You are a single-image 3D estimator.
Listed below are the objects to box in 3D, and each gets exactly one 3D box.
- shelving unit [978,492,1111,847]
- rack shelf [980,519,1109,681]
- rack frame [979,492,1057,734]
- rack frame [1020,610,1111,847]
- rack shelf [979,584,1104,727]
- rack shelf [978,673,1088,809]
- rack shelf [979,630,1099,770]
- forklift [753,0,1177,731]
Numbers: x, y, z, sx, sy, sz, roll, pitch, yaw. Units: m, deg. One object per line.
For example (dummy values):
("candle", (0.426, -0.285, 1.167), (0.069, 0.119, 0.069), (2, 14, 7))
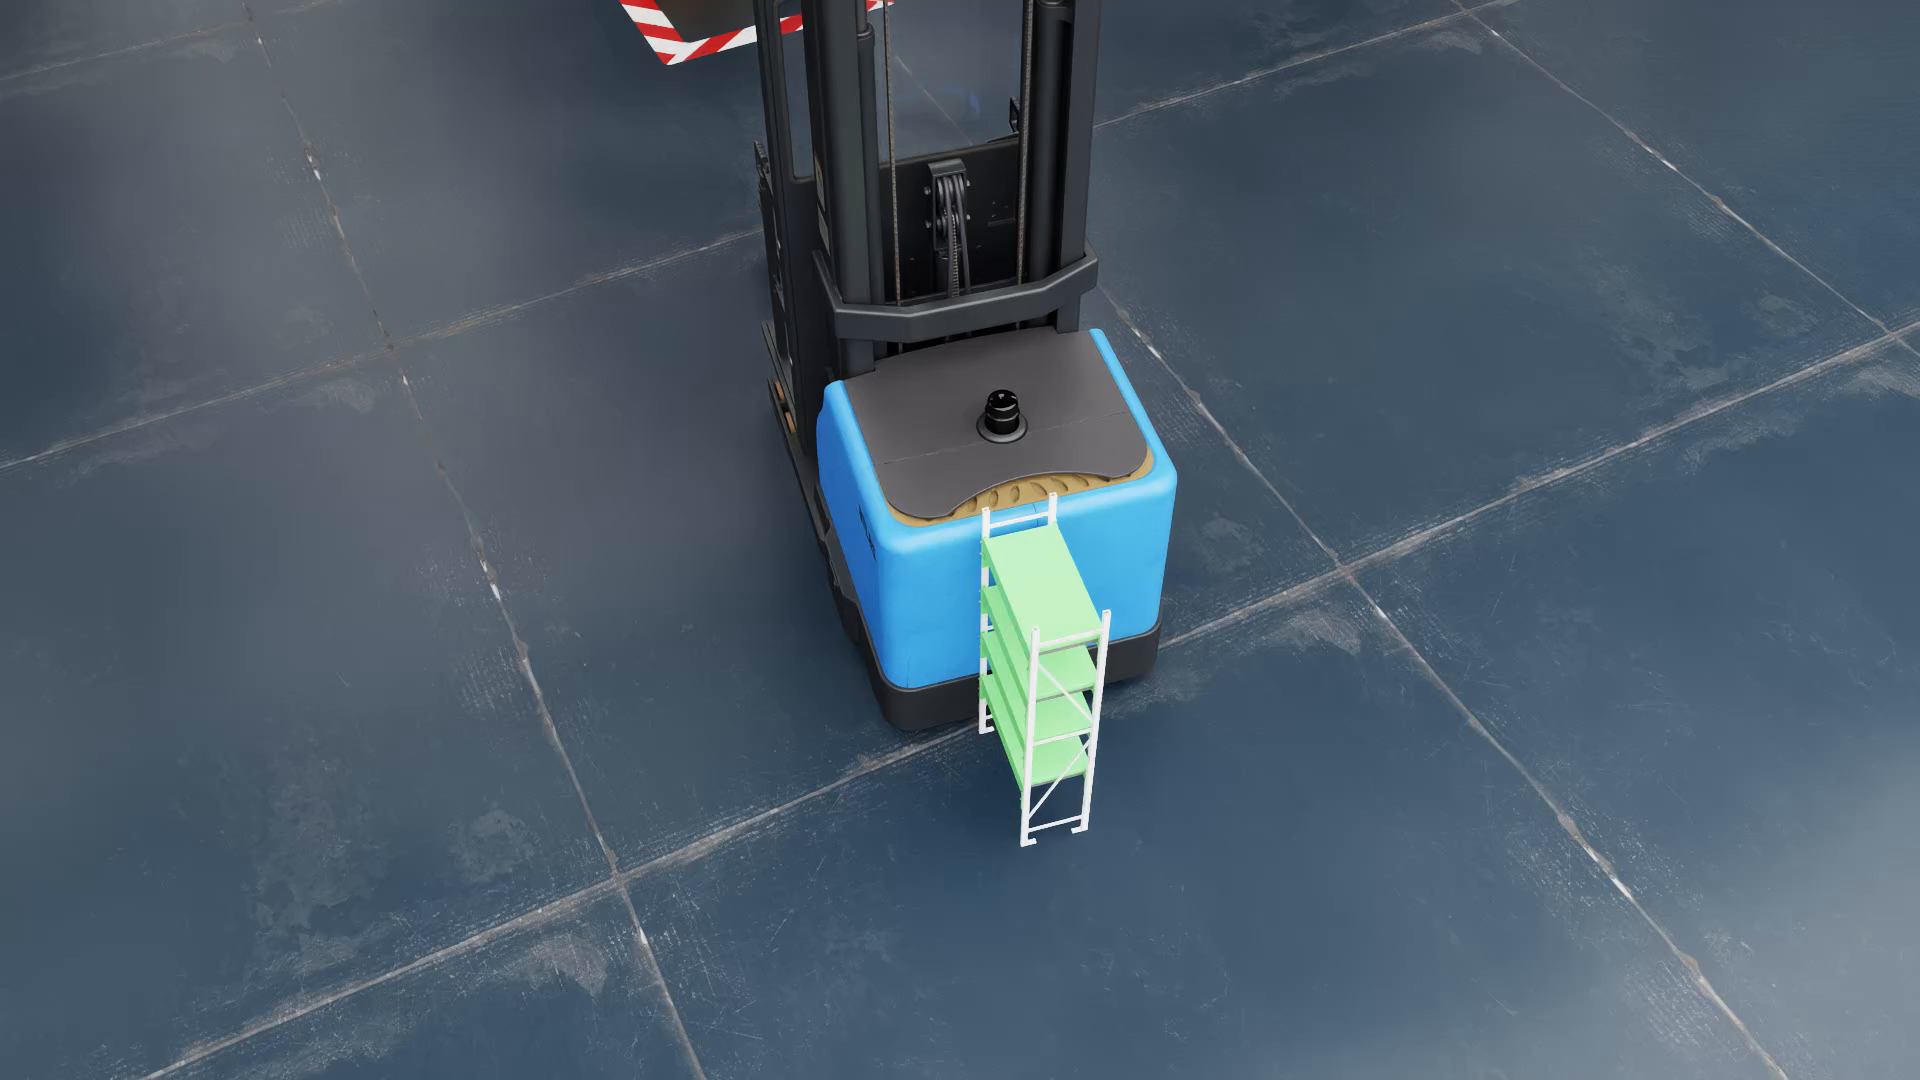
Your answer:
("shelving unit", (0.255, 0.453, 5.449), (0.258, 1.200, 0.503), (-13, 50, -11))
("rack shelf", (0.255, 0.179, 5.136), (0.258, 0.148, 0.480), (-13, 50, -11))
("rack frame", (0.185, 0.277, 5.603), (0.240, 1.200, 0.015), (-13, 50, -11))
("rack frame", (0.324, 0.629, 5.295), (0.240, 1.200, 0.015), (-13, 50, -11))
("rack shelf", (0.255, 0.337, 5.316), (0.258, 0.148, 0.480), (-13, 50, -11))
("rack shelf", (0.255, 0.653, 5.678), (0.258, 0.148, 0.480), (-13, 50, -11))
("rack shelf", (0.255, 0.495, 5.497), (0.258, 0.148, 0.480), (-13, 50, -11))
("forklift", (-0.180, -1.420, 5.937), (1.130, 2.935, 3.031), (-13, 50, -11))
